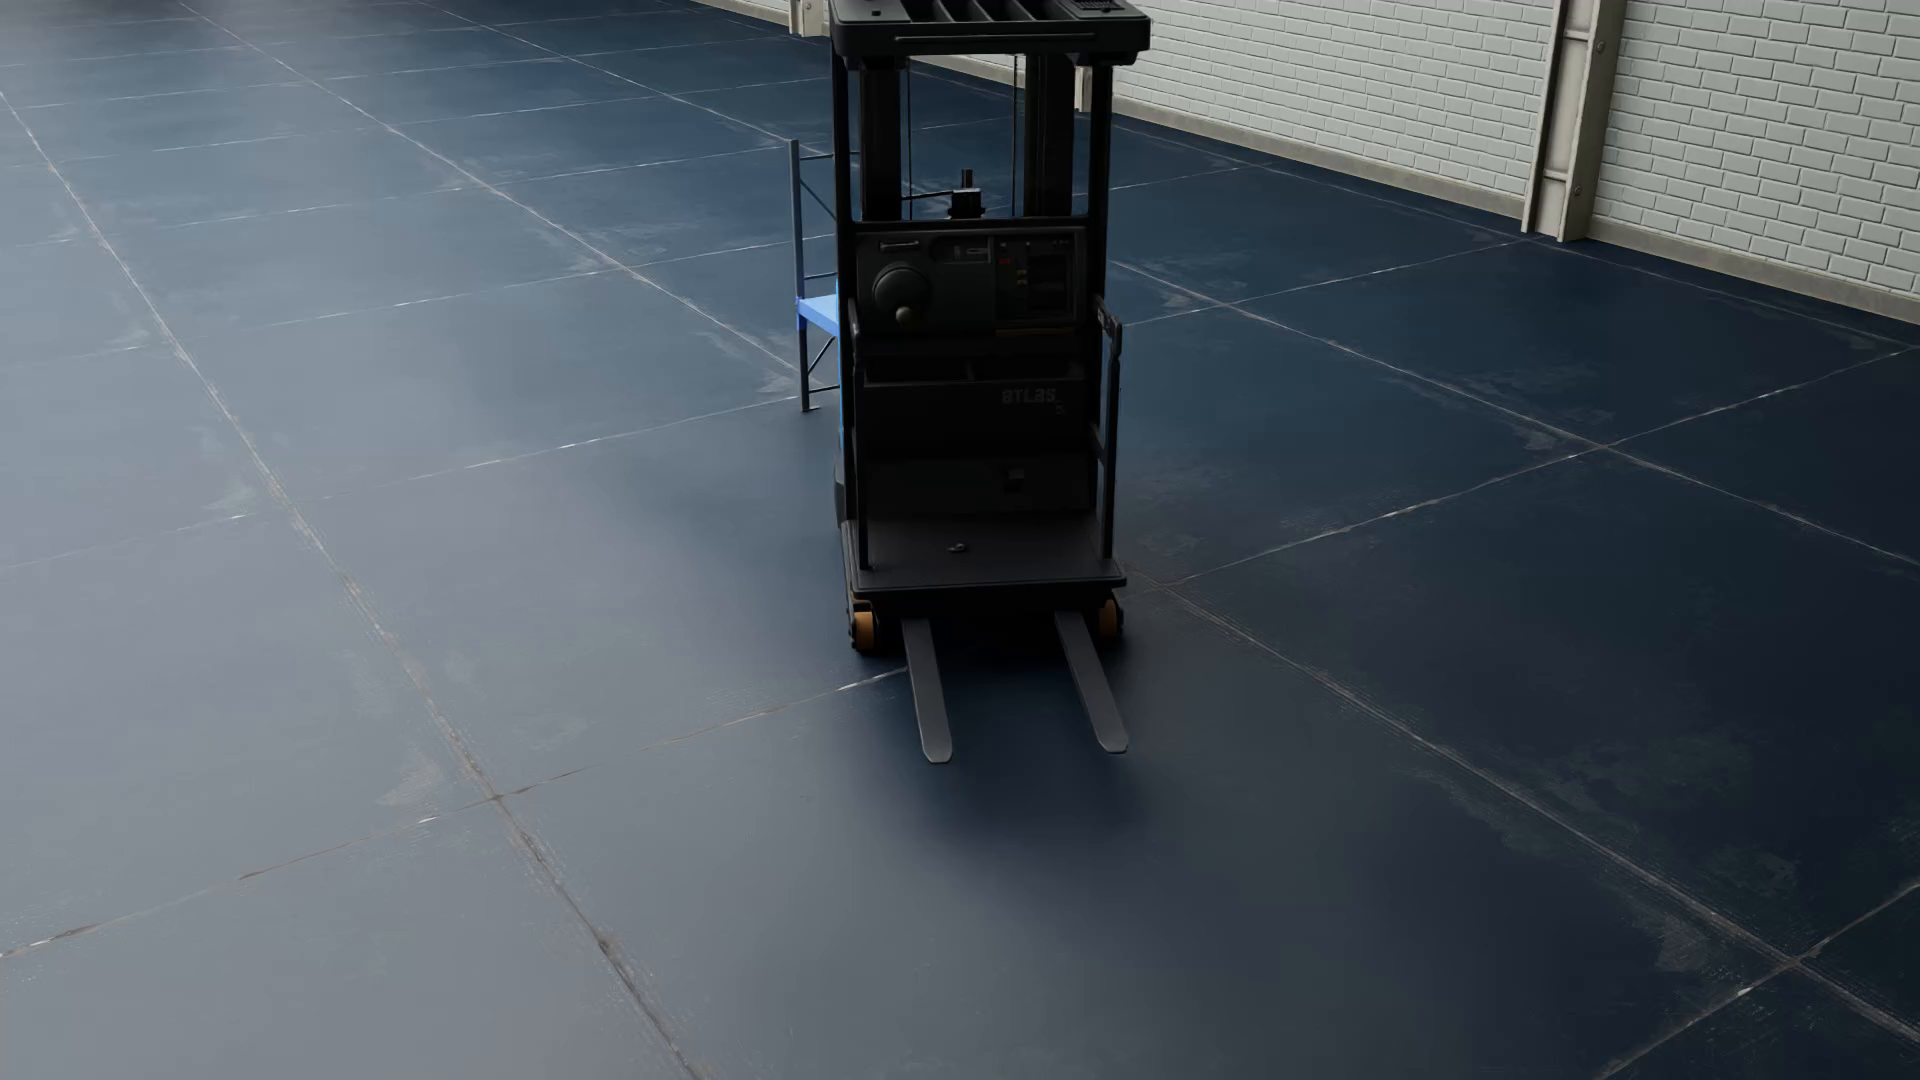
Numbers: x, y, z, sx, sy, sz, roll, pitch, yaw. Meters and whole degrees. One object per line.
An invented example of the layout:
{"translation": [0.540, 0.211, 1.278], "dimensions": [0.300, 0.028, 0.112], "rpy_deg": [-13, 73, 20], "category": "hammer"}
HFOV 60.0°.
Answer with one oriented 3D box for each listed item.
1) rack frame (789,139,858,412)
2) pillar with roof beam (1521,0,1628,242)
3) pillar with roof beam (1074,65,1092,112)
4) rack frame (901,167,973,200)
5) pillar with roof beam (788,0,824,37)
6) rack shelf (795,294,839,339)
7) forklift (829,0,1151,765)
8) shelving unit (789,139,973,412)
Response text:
{"translation": [-0.667, -1.450, 9.065], "dimensions": [0.500, 1.500, 0.032], "rpy_deg": [-14, 29, -27], "category": "rack frame"}
{"translation": [0.937, -5.407, 8.662], "dimensions": [9.100, 9.000, 0.400], "rpy_deg": [-16, 29, -30], "category": "pillar with roof beam"}
{"translation": [-2.338, -7.553, 13.208], "dimensions": [9.100, 9.000, 0.400], "rpy_deg": [-16, 29, -30], "category": "pillar with roof beam"}
{"translation": [-0.163, -1.073, 8.266], "dimensions": [0.500, 1.500, 0.032], "rpy_deg": [-14, 29, -27], "category": "rack frame"}
{"translation": [-5.614, -9.699, 17.754], "dimensions": [9.100, 9.000, 0.400], "rpy_deg": [-16, 29, -30], "category": "pillar with roof beam"}
{"translation": [-0.415, -1.099, 8.742], "dimensions": [0.538, 0.185, 1.000], "rpy_deg": [-14, 29, -27], "category": "rack shelf"}
{"translation": [0.075, -1.026, 6.490], "dimensions": [1.130, 2.935, 3.031], "rpy_deg": [-3, 25, -6], "category": "forklift"}
{"translation": [-0.415, -1.262, 8.666], "dimensions": [0.538, 1.500, 1.048], "rpy_deg": [-14, 29, -27], "category": "shelving unit"}
